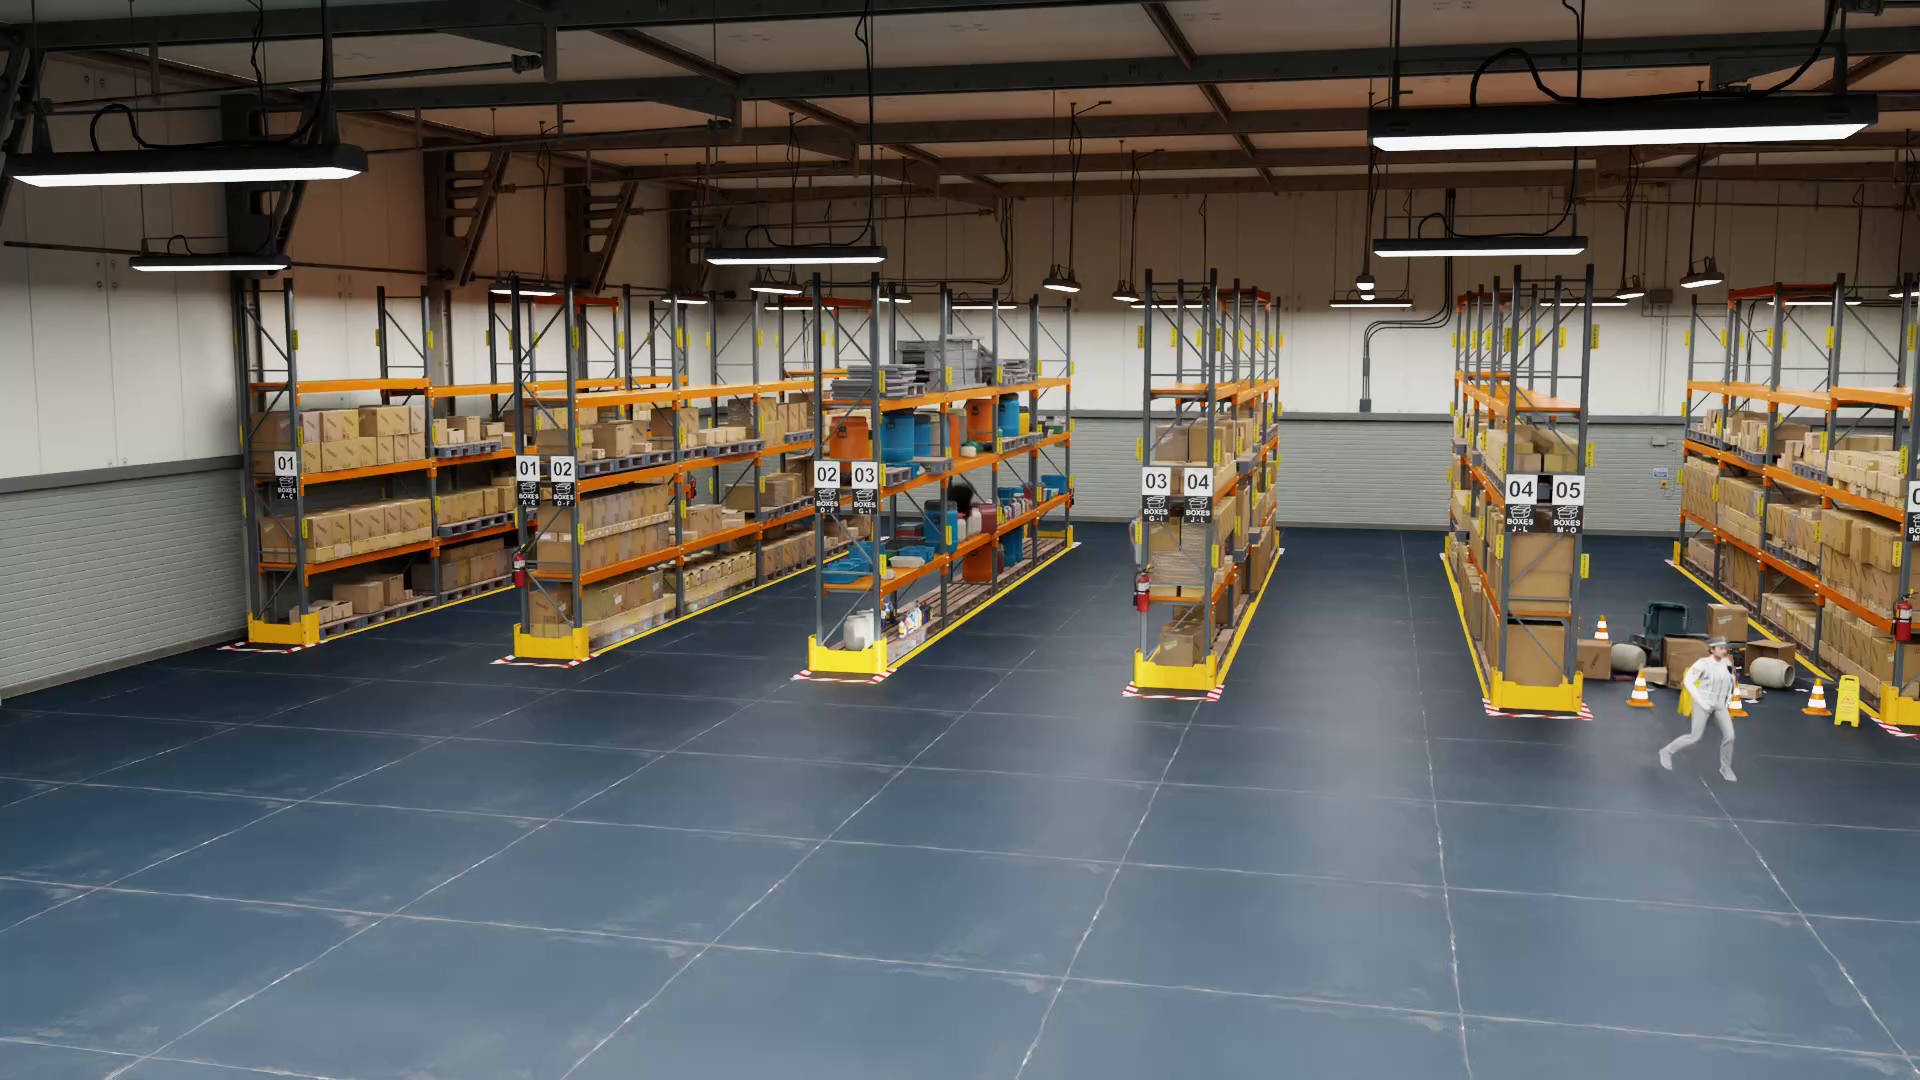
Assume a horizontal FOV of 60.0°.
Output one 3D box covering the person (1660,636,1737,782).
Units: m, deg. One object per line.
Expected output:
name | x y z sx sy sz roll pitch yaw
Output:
person | 8.588 1.917 19.138 0.831 1.691 0.684 -2 7 -18

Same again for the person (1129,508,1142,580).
person | 3.602 0.076 32.809 0.553 1.457 0.687 1 7 7
